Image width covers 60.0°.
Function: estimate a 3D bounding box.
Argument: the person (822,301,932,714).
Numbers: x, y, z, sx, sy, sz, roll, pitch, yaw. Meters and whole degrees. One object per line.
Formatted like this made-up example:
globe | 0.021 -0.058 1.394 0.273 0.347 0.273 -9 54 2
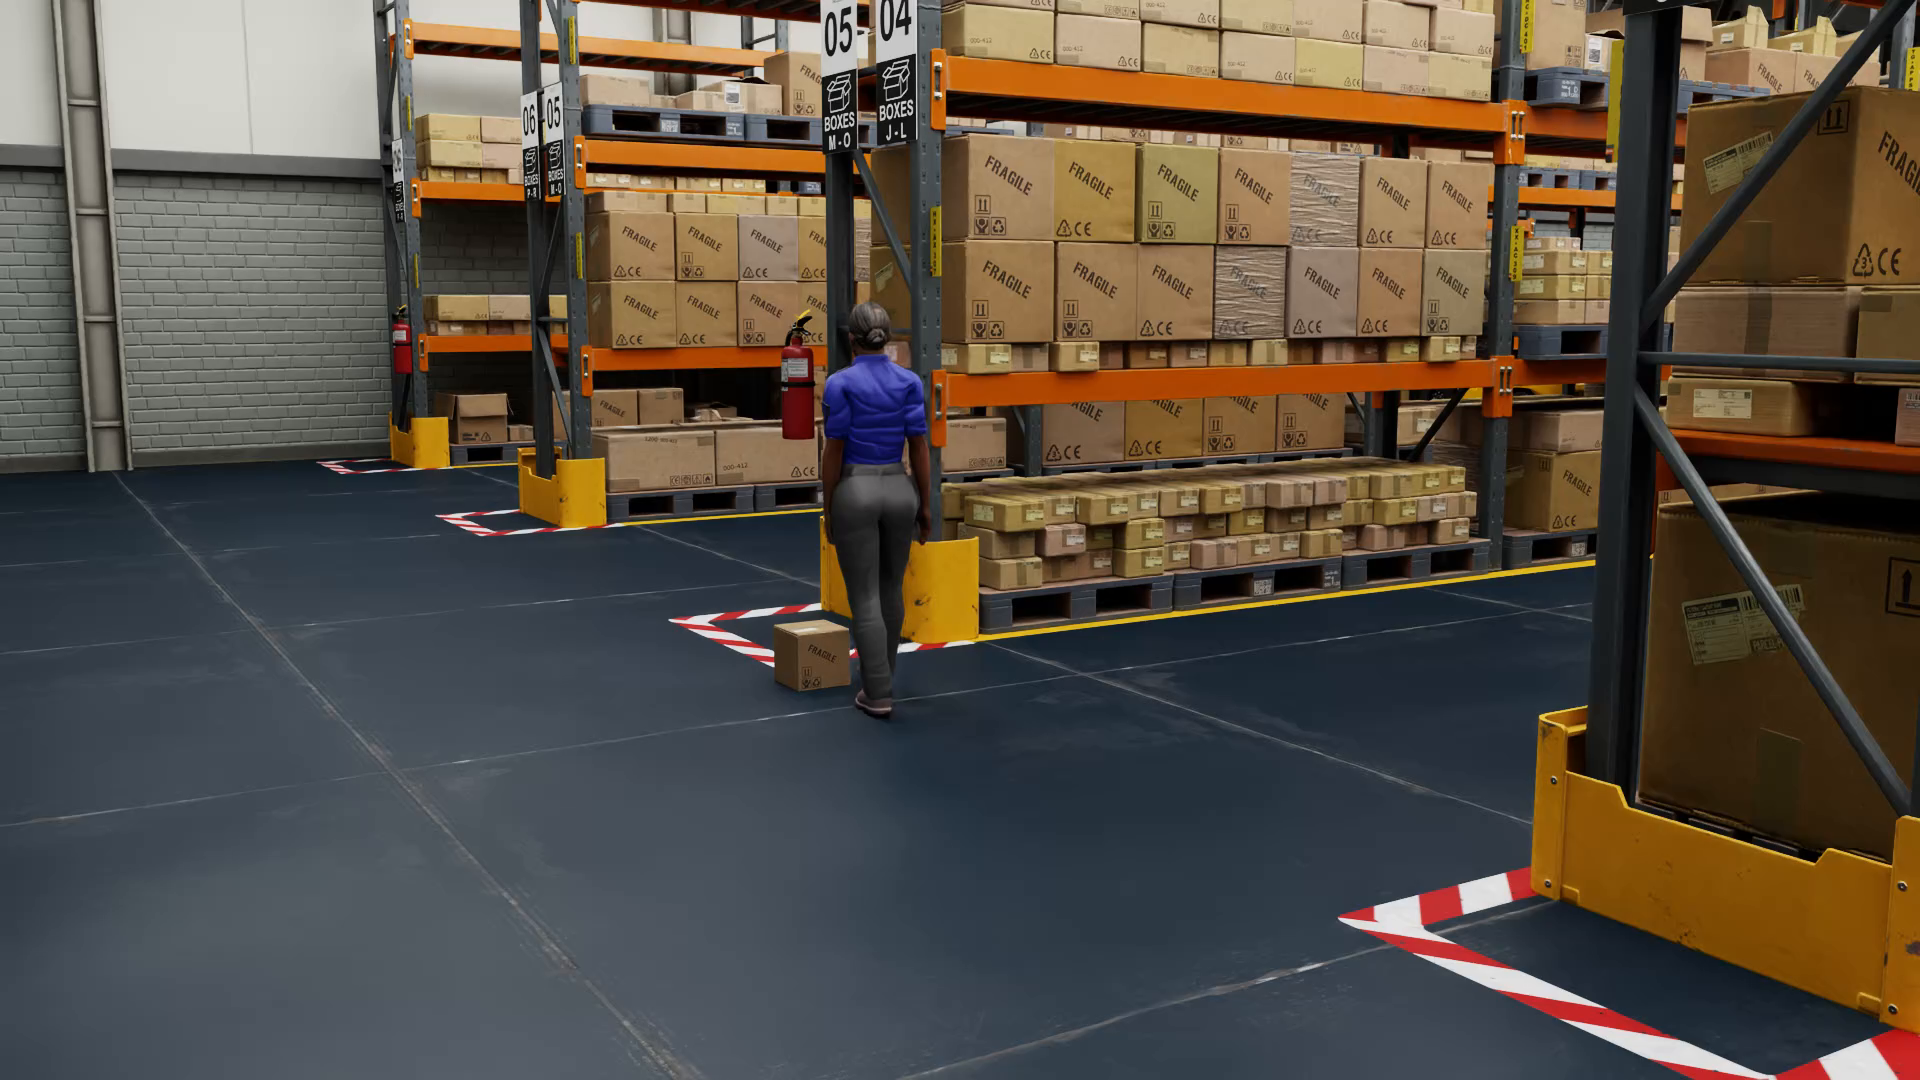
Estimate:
person | -0.404 -0.153 6.852 0.450 1.647 0.666 -4 9 -26
